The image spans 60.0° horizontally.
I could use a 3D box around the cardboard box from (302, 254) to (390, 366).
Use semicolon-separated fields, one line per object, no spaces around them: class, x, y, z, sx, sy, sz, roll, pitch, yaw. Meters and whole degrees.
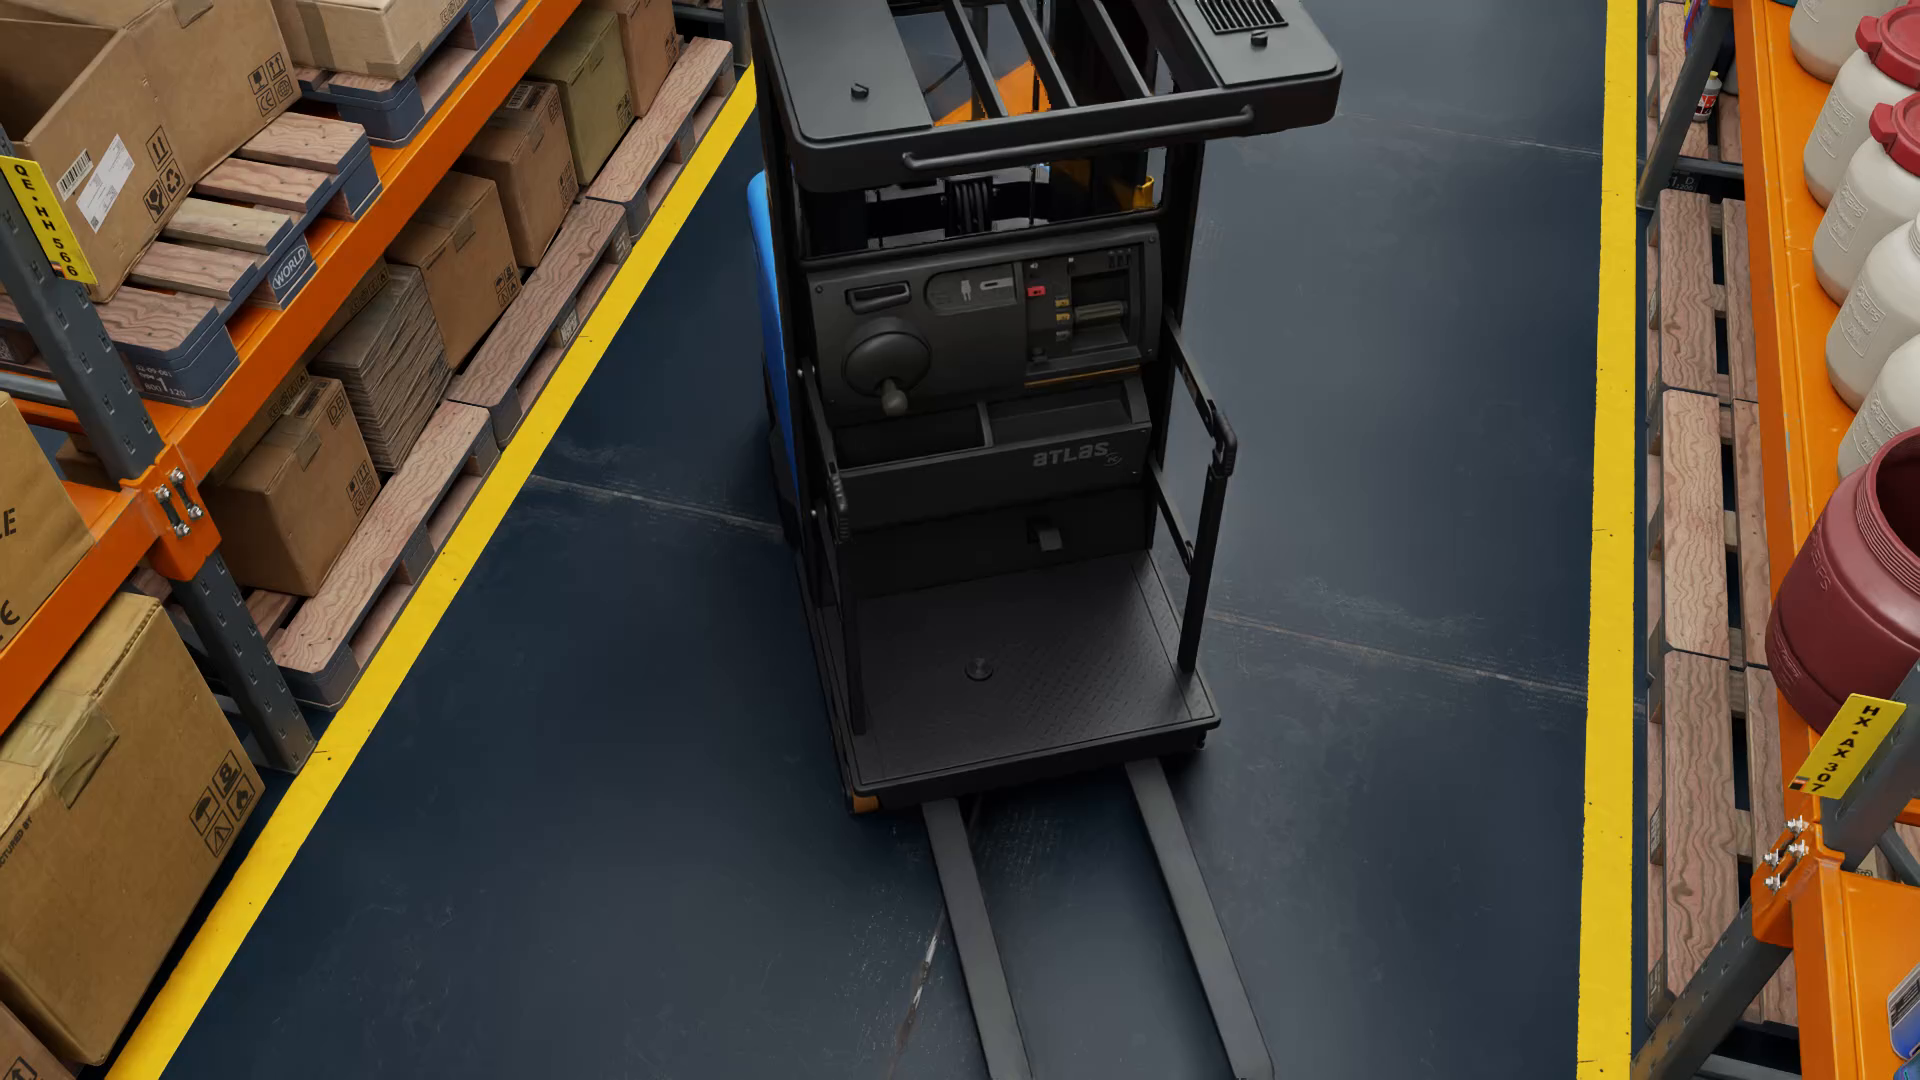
cardboard box;-2.223;-0.852;5.375;0.500;0.250;0.500;17;51;14

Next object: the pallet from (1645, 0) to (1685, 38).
pallet;3.867;-2.765;8.050;1.003;0.211;1.213;12;50;10

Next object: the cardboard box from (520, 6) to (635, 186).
cardboard box;-1.774;-1.840;6.747;0.700;0.500;0.500;11;50;10

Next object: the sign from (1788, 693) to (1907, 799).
sign;1.745;0.410;3.278;0.100;0.325;0.005;12;50;10

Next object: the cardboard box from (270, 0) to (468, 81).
cardboard box;-1.837;-1.666;5.039;0.500;0.250;0.500;10;49;9

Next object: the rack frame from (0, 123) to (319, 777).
rack frame;-2.500;-0.410;4.111;1.000;3.000;0.127;12;50;10

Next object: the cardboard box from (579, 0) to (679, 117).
cardboard box;-1.630;-2.181;7.048;0.700;0.500;0.500;8;49;7

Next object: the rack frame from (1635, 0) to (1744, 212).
rack frame;3.331;-2.325;5.802;1.000;3.000;0.127;12;50;10

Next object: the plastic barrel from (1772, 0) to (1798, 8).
plastic barrel;2.937;-2.272;5.420;0.600;0.901;0.708;12;50;10

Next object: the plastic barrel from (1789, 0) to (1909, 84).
plastic barrel;2.867;-1.722;5.178;0.433;0.535;0.433;0;49;0

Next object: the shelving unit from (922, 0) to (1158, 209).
shelving unit;0.214;-1.625;6.184;0.587;1.500;1.083;33;56;26

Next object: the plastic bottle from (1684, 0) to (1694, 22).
plastic bottle;3.358;-2.490;7.420;0.144;0.351;0.185;11;50;10

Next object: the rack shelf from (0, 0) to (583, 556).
rack shelf;-1.974;-1.618;5.657;1.077;0.370;4.000;12;50;10

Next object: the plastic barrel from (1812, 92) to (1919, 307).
plastic barrel;2.560;-0.878;4.434;0.433;0.535;0.433;0;49;0

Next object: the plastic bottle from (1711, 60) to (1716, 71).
plastic bottle;3.139;-1.985;7.020;0.061;0.283;0.133;14;50;12

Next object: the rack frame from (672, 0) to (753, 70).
rack frame;-1.448;-3.303;6.664;1.000;3.000;0.127;12;50;10

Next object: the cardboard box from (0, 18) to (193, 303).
cardboard box;-2.397;-0.980;4.268;0.500;0.500;0.500;6;49;5

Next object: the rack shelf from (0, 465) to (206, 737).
rack shelf;-3.027;1.275;3.104;1.077;0.370;4.000;12;50;10

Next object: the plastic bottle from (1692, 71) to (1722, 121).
plastic bottle;3.126;-1.869;6.972;0.097;0.201;0.097;0;49;0

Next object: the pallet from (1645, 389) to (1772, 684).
pallet;2.842;0.058;5.558;1.003;0.211;1.213;12;50;10

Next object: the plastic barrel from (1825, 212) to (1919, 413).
plastic barrel;2.453;-0.560;4.169;0.421;0.512;0.421;0;49;0

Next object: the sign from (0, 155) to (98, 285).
sign;-1.964;-0.686;3.582;0.100;0.325;0.005;12;50;10

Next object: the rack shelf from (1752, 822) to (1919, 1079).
rack shelf;1.751;2.253;2.241;1.077;0.370;4.000;12;50;10

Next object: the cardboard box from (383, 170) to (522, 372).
cardboard box;-2.067;-1.032;6.034;0.700;0.500;0.500;15;50;13

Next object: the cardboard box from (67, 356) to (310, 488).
cardboard box;-2.353;-0.467;5.035;0.500;0.250;0.500;13;50;12

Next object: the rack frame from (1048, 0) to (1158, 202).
rack frame;0.551;-1.919;6.444;0.500;1.500;0.032;33;56;26

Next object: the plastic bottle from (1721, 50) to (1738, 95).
plastic bottle;3.361;-2.089;7.066;0.144;0.351;0.185;12;50;10

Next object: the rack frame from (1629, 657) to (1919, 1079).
rack frame;2.278;0.568;3.248;1.000;3.000;0.127;12;50;10

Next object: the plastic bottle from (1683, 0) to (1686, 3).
plastic bottle;3.404;-2.582;7.551;0.152;0.276;0.135;12;50;11

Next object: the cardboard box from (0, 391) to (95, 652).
cardboard box;-2.391;-0.037;3.715;0.500;0.500;0.500;13;50;11

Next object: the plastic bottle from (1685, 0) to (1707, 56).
plastic bottle;3.273;-2.256;7.214;0.144;0.351;0.185;9;49;8

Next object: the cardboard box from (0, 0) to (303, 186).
cardboard box;-2.346;-1.404;4.641;0.700;0.500;0.500;18;51;16

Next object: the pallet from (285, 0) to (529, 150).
pallet;-2.019;-1.786;5.454;1.003;0.211;1.213;12;50;10

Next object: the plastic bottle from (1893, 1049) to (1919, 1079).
plastic bottle;1.795;0.938;3.007;0.097;0.271;0.097;0;49;0

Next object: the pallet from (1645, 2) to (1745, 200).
pallet;3.548;-1.880;7.269;1.003;0.211;1.213;12;50;10

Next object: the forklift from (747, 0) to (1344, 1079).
forklift;0.127;-0.468;4.208;1.130;2.935;3.031;-10;49;-9

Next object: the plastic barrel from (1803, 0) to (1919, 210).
plastic barrel;2.674;-1.191;4.710;0.433;0.535;0.433;0;49;0

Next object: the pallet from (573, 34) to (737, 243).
pallet;-1.651;-1.817;7.213;1.003;0.211;1.213;12;50;10

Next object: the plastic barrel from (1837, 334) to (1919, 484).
plastic barrel;2.343;-0.255;3.900;0.421;0.512;0.421;0;49;0

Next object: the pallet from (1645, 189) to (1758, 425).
pallet;3.161;-0.827;6.339;1.003;0.211;1.213;12;50;10

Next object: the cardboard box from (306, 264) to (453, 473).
cardboard box;-2.210;-0.620;5.671;0.700;0.500;0.500;8;49;7

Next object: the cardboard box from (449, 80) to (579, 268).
cardboard box;-1.921;-1.435;6.390;0.700;0.500;0.500;8;49;7

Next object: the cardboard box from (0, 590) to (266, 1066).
cardboard box;-2.702;0.650;4.313;1.225;0.875;0.875;9;49;8

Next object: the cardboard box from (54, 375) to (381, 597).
cardboard box;-2.343;-0.217;5.314;0.700;0.500;0.500;9;49;8

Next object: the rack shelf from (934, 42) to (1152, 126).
rack shelf;0.220;-1.511;6.323;0.538;0.185;1.000;33;56;26

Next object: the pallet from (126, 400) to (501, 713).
pallet;-2.293;-0.052;5.655;1.003;0.211;1.213;12;50;10

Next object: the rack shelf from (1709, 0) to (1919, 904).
rack shelf;2.804;-0.641;4.795;1.077;0.370;4.000;12;50;10

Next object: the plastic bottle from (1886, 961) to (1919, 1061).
plastic bottle;1.852;0.858;3.075;0.152;0.276;0.135;12;50;10

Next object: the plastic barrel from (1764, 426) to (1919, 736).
plastic barrel;2.108;0.127;3.546;0.600;0.536;0.708;12;50;10

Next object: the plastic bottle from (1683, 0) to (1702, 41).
plastic bottle;3.275;-2.360;7.350;0.061;0.283;0.133;15;50;13

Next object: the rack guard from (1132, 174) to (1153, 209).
rack guard;0.538;-1.495;6.902;0.587;0.250;0.087;33;56;26

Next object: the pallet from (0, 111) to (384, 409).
pallet;-2.416;-0.883;4.656;1.213;0.211;1.003;12;50;10

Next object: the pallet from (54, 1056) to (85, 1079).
pallet;-2.781;1.069;4.666;1.003;0.211;1.213;12;50;10

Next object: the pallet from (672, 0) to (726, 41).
pallet;-1.305;-2.873;8.145;1.003;0.211;1.213;12;50;10

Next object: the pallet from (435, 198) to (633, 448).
pallet;-1.970;-0.931;6.431;1.003;0.211;1.213;12;50;10

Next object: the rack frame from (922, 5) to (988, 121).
rack frame;-0.111;-1.341;5.933;0.500;1.500;0.032;33;56;26

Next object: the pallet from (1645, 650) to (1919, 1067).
pallet;2.519;0.938;4.781;1.003;0.211;1.213;12;50;10

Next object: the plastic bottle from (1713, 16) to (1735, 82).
plastic bottle;3.222;-2.117;7.091;0.144;0.351;0.185;10;49;9
